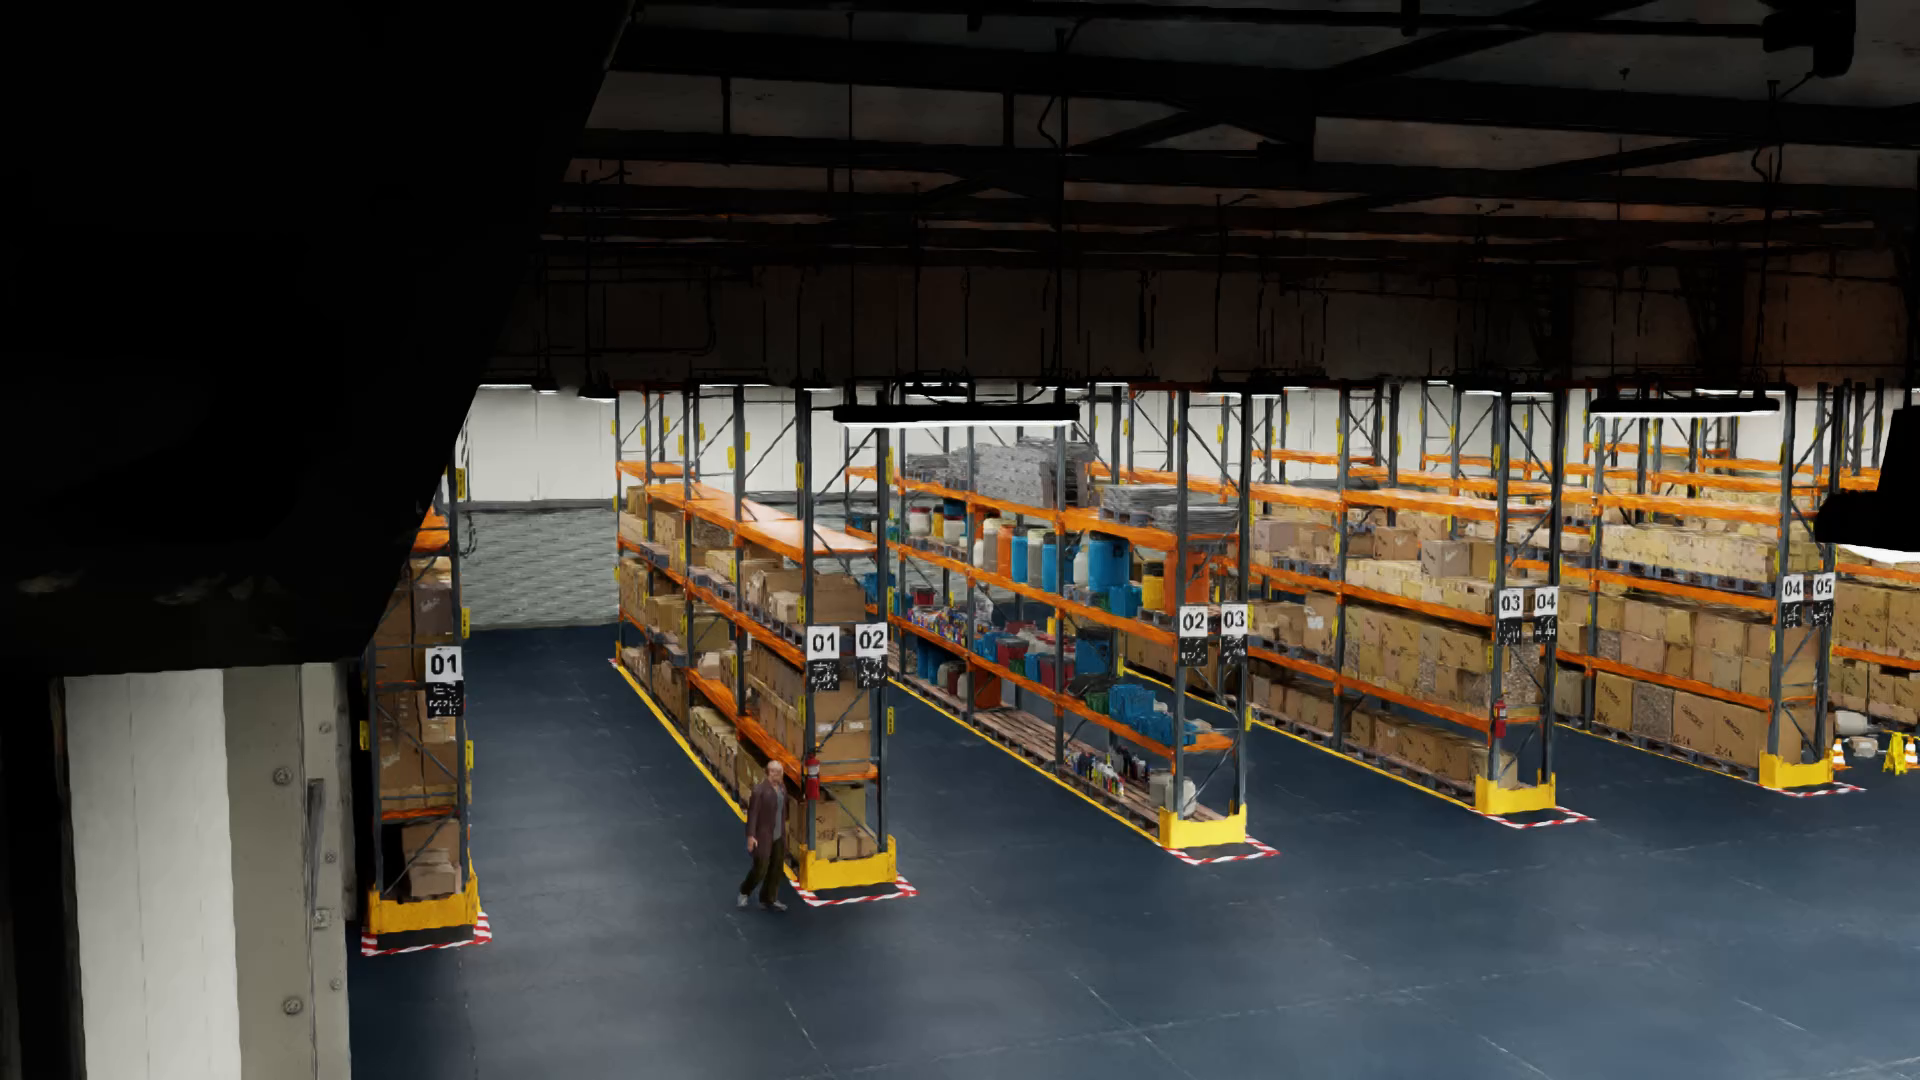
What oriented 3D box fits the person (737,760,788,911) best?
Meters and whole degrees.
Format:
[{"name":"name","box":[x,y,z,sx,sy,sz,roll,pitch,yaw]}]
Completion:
[{"name":"person","box":[-2.297,3.417,19.312,0.584,1.770,0.635,5,8,37]}]

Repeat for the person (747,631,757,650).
[{"name":"person","box":[-3.993,2.056,32.371,0.543,1.700,1.115,-2,6,-17]}]

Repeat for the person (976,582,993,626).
[{"name":"person","box":[0.510,1.733,35.429,0.363,1.685,0.602,-3,7,-30]}]
